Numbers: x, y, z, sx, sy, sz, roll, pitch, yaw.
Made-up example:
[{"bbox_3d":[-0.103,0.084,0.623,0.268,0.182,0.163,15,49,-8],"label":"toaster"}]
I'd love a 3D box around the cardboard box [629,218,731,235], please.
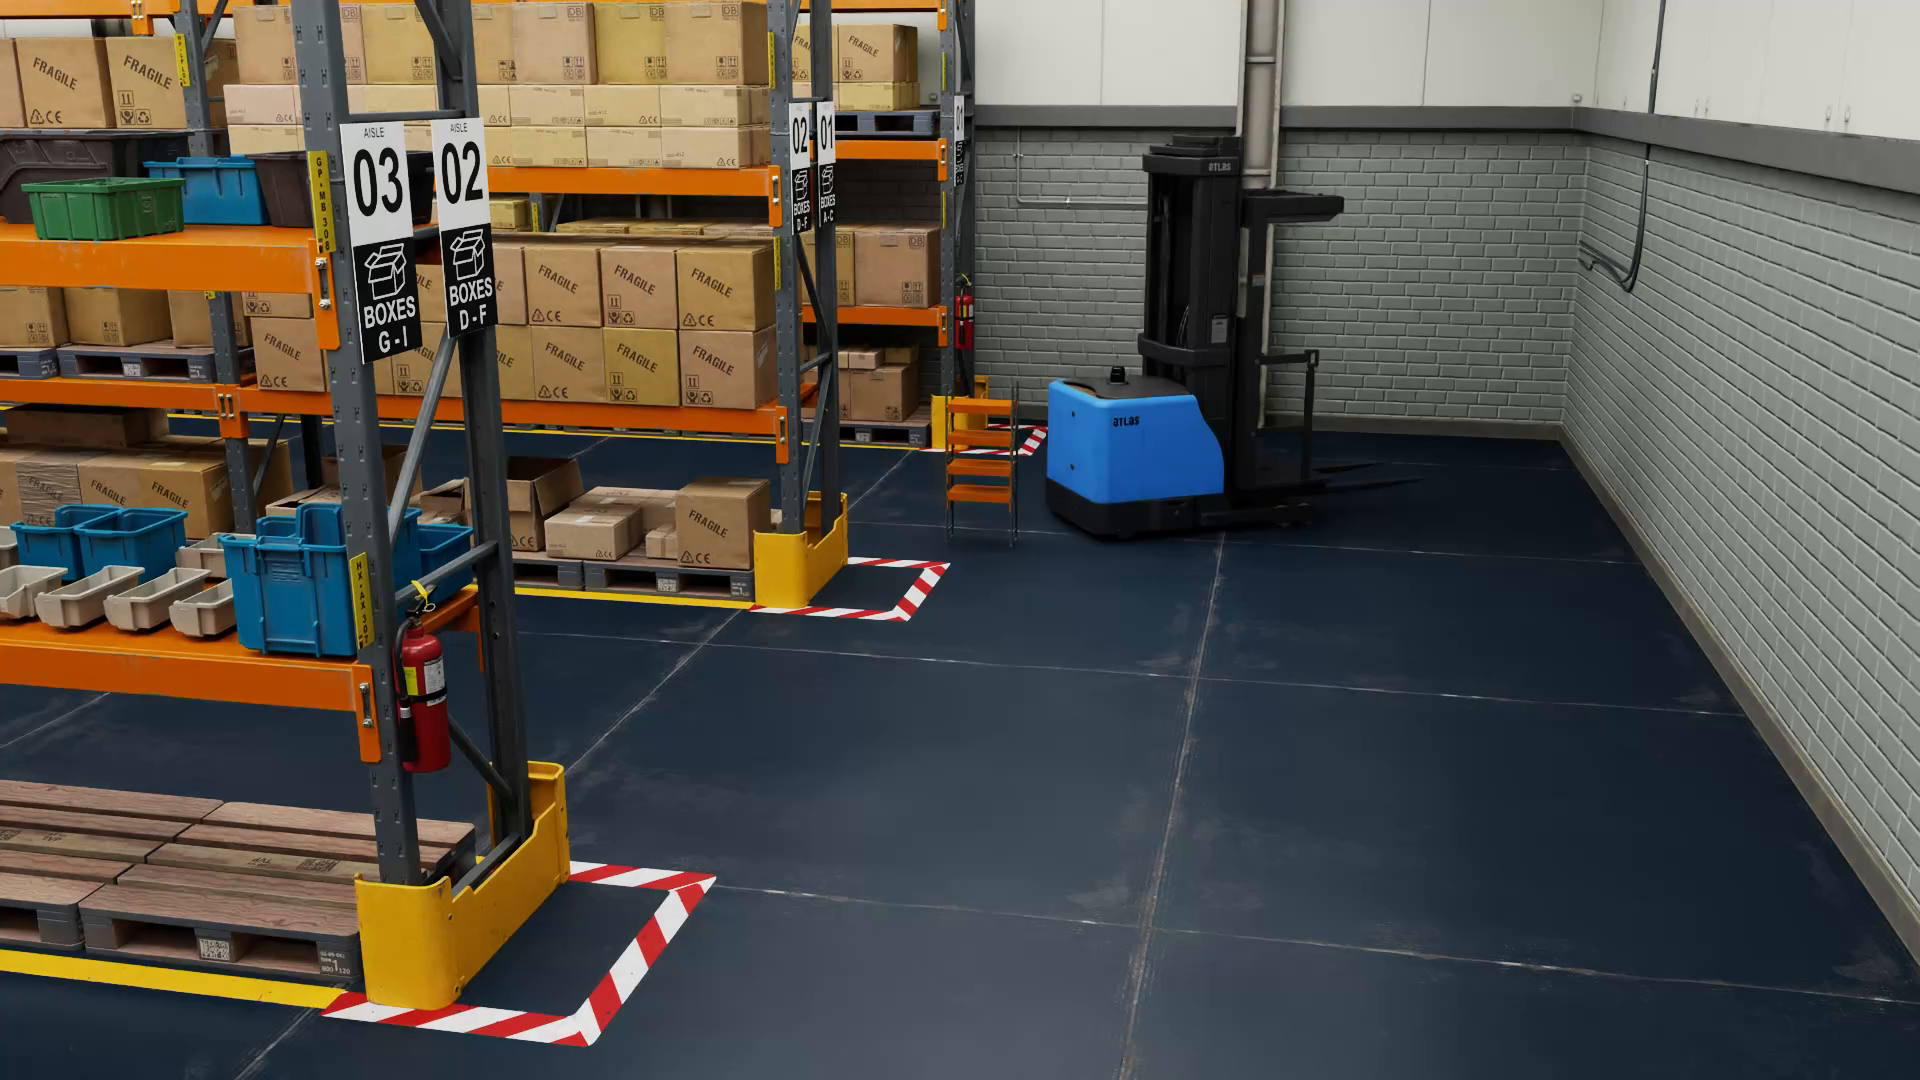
[{"bbox_3d":[-2.694,-2.729,16.163,0.700,0.700,0.980,3,16,10],"label":"cardboard box"}]

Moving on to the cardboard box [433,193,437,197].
[{"bbox_3d":[-5.341,-3.364,16.832,0.500,0.250,0.500,3,16,9],"label":"cardboard box"}]

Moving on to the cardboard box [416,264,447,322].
[{"bbox_3d":[-3.505,-1.738,11.088,0.500,0.500,0.500,3,16,9],"label":"cardboard box"}]

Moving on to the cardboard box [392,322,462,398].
[{"bbox_3d":[-3.482,-1.258,11.227,0.500,0.500,0.500,3,16,11],"label":"cardboard box"}]

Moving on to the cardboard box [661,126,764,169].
[{"bbox_3d":[-1.556,-2.481,10.490,0.500,0.250,0.500,3,16,11],"label":"cardboard box"}]

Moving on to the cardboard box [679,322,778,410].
[{"bbox_3d":[-1.493,-1.150,10.837,0.500,0.500,0.500,4,16,13],"label":"cardboard box"}]

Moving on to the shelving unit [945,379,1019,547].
[{"bbox_3d":[0.162,-0.569,12.300,0.503,1.200,0.258,3,16,11],"label":"shelving unit"}]

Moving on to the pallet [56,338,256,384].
[{"bbox_3d":[-5.681,-1.340,12.071,1.213,0.211,1.003,3,16,11],"label":"pallet"}]

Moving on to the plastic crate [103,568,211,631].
[{"bbox_3d":[-3.107,0.230,6.426,0.243,0.136,0.396,3,16,11],"label":"plastic crate"}]

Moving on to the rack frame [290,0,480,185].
[{"bbox_3d":[-1.991,-2.745,5.543,0.127,3.000,1.000,3,16,11],"label":"rack frame"}]

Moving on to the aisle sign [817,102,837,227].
[{"bbox_3d":[-0.875,-2.475,10.938,0.004,0.787,0.394,3,16,11],"label":"aisle sign"}]

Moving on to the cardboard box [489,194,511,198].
[{"bbox_3d":[-4.849,-3.339,16.741,0.500,0.250,0.500,3,16,12],"label":"cardboard box"}]

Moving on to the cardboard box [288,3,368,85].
[{"bbox_3d":[-3.974,-3.258,10.955,0.500,0.500,0.700,3,16,11],"label":"cardboard box"}]

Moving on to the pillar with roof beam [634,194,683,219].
[{"bbox_3d":[-3.936,-4.612,12.284,0.400,9.000,9.100,3,16,11],"label":"pillar with roof beam"}]

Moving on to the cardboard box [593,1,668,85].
[{"bbox_3d":[-1.980,-3.196,10.733,0.500,0.500,0.700,3,16,11],"label":"cardboard box"}]

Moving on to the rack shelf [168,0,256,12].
[{"bbox_3d":[-6.880,-3.820,11.522,4.000,0.370,1.077,3,16,11],"label":"rack shelf"}]

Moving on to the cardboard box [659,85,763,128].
[{"bbox_3d":[-1.554,-2.724,10.432,0.500,0.250,0.500,3,16,11],"label":"cardboard box"}]

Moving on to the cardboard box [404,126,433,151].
[{"bbox_3d":[-3.514,-2.590,10.884,0.500,0.250,0.500,3,16,11],"label":"cardboard box"}]

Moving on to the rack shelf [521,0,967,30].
[{"bbox_3d":[-1.976,-4.903,15.432,4.000,0.370,1.077,3,16,11],"label":"rack shelf"}]

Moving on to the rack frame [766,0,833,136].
[{"bbox_3d":[-1.000,-4.040,10.220,0.127,3.000,1.000,3,16,11],"label":"rack frame"}]

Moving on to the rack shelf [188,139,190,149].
[{"bbox_3d":[-5.896,-3.863,16.548,4.000,0.370,1.077,3,16,11],"label":"rack shelf"}]

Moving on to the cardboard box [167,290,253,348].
[{"bbox_3d":[-5.339,-1.696,12.022,0.500,0.500,0.700,-2,16,-8],"label":"cardboard box"}]

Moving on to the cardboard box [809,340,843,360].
[{"bbox_3d":[-1.302,-1.852,16.241,0.250,0.149,0.380,3,16,12],"label":"cardboard box"}]

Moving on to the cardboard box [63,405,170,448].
[{"bbox_3d":[-6.325,-0.873,12.479,0.500,0.250,0.500,3,16,11],"label":"cardboard box"}]

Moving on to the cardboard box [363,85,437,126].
[{"bbox_3d":[-3.515,-2.829,10.813,0.500,0.250,0.500,3,16,11],"label":"cardboard box"}]

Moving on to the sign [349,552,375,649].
[{"bbox_3d":[-2.084,0.213,5.799,0.005,0.325,0.100,3,16,11],"label":"sign"}]

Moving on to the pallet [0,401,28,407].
[{"bbox_3d":[-9.813,-1.634,17.996,1.213,0.211,1.003,3,16,11],"label":"pallet"}]

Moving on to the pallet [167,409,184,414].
[{"bbox_3d":[-8.622,-1.569,17.760,1.213,0.211,1.003,3,16,11],"label":"pallet"}]

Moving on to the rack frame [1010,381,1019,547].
[{"bbox_3d":[0.401,-0.556,12.253,0.015,1.200,0.240,3,16,11],"label":"rack frame"}]

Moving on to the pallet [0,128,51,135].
[{"bbox_3d":[-6.562,-2.824,11.802,1.003,0.211,1.213,3,16,11],"label":"pallet"}]

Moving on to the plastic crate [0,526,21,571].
[{"bbox_3d":[-4.144,0.046,7.089,0.466,0.136,0.293,3,16,11],"label":"plastic crate"}]

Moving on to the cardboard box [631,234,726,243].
[{"bbox_3d":[-1.896,-1.797,11.302,0.500,0.500,0.500,3,16,12],"label":"cardboard box"}]

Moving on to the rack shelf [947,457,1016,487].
[{"bbox_3d":[0.162,-0.505,12.318,0.480,0.148,0.258,3,16,11],"label":"rack shelf"}]

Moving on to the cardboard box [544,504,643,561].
[{"bbox_3d":[-2.507,-0.059,11.412,0.500,0.250,0.500,3,16,11],"label":"cardboard box"}]

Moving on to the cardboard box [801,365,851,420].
[{"bbox_3d":[-1.213,-1.480,16.113,0.500,0.500,0.700,3,16,11],"label":"cardboard box"}]

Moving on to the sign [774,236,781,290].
[{"bbox_3d":[-1.130,-1.715,10.304,0.005,0.325,0.100,3,16,11],"label":"sign"}]

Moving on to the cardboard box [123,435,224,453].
[{"bbox_3d":[-5.870,-0.484,12.479,0.500,0.500,0.500,3,16,12],"label":"cardboard box"}]

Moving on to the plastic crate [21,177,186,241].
[{"bbox_3d":[-3.014,-1.175,5.891,0.336,0.188,0.450,3,16,11],"label":"plastic crate"}]

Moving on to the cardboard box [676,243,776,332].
[{"bbox_3d":[-1.491,-1.631,10.700,0.500,0.500,0.500,3,16,11],"label":"cardboard box"}]

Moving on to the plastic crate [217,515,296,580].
[{"bbox_3d":[-2.812,0.064,6.843,0.300,0.233,0.416,3,16,11],"label":"plastic crate"}]

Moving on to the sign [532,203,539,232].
[{"bbox_3d":[-4.035,-3.035,15.810,0.005,0.325,0.100,3,16,11],"label":"sign"}]

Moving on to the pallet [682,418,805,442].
[{"bbox_3d":[-2.008,-1.189,16.388,1.213,0.211,1.003,3,16,11],"label":"pallet"}]

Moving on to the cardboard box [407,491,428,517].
[{"bbox_3d":[-3.925,-0.240,12.254,0.250,0.149,0.380,3,16,11],"label":"cardboard box"}]

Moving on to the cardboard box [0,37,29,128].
[{"bbox_3d":[-6.706,-3.222,11.726,0.600,0.600,0.600,2,16,9],"label":"cardboard box"}]

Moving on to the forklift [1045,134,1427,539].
[{"bbox_3d":[2.247,-1.642,12.929,3.031,2.935,1.130,-6,16,-20],"label":"forklift"}]

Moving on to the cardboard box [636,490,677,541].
[{"bbox_3d":[-1.966,-0.166,11.798,0.500,0.250,0.500,3,16,11],"label":"cardboard box"}]

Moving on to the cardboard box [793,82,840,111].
[{"bbox_3d":[-1.297,-4.066,15.239,0.500,0.250,0.500,3,16,9],"label":"cardboard box"}]

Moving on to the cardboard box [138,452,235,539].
[{"bbox_3d":[-5.460,-0.320,11.888,0.500,0.500,0.500,3,16,11],"label":"cardboard box"}]
